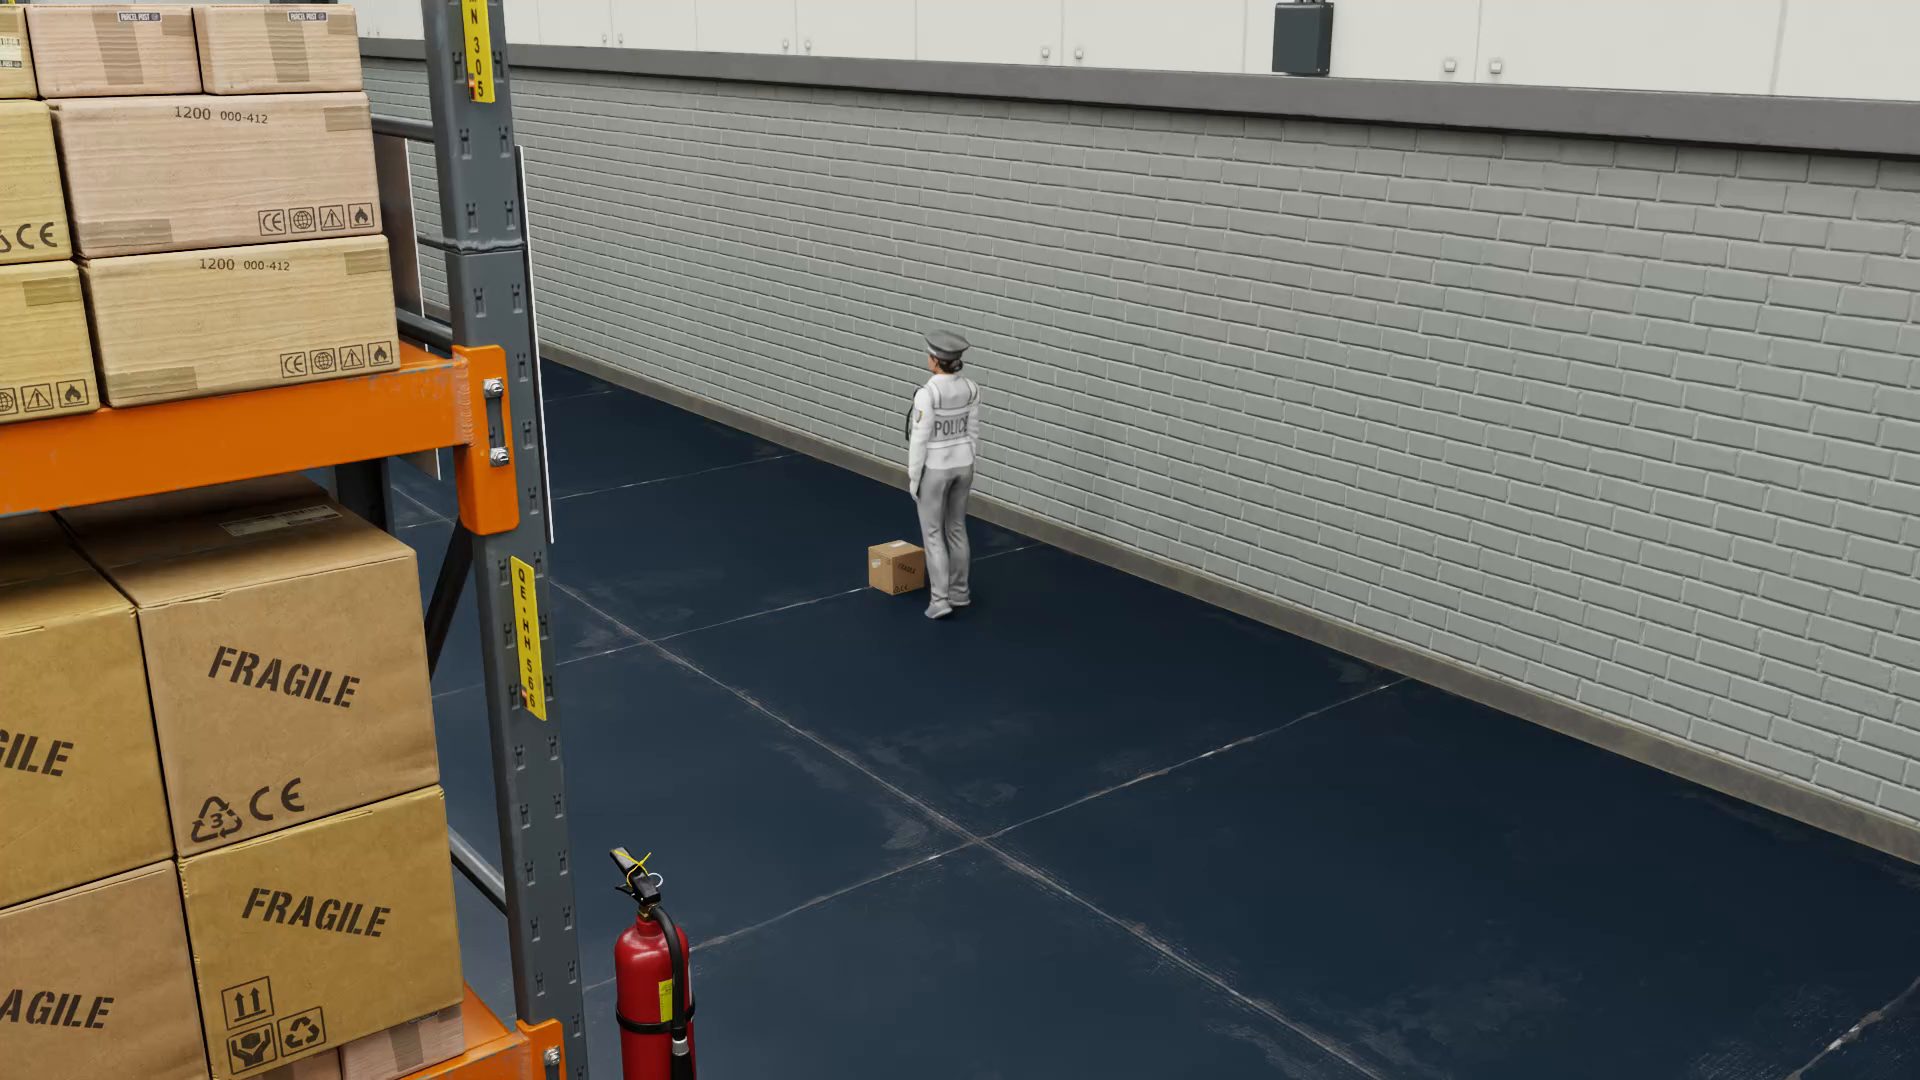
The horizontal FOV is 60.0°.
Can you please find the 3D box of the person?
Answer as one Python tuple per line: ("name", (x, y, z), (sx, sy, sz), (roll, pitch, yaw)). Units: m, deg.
("person", (-0.104, -0.369, 9.758), (0.471, 1.739, 0.376), (-13, 22, -35))
